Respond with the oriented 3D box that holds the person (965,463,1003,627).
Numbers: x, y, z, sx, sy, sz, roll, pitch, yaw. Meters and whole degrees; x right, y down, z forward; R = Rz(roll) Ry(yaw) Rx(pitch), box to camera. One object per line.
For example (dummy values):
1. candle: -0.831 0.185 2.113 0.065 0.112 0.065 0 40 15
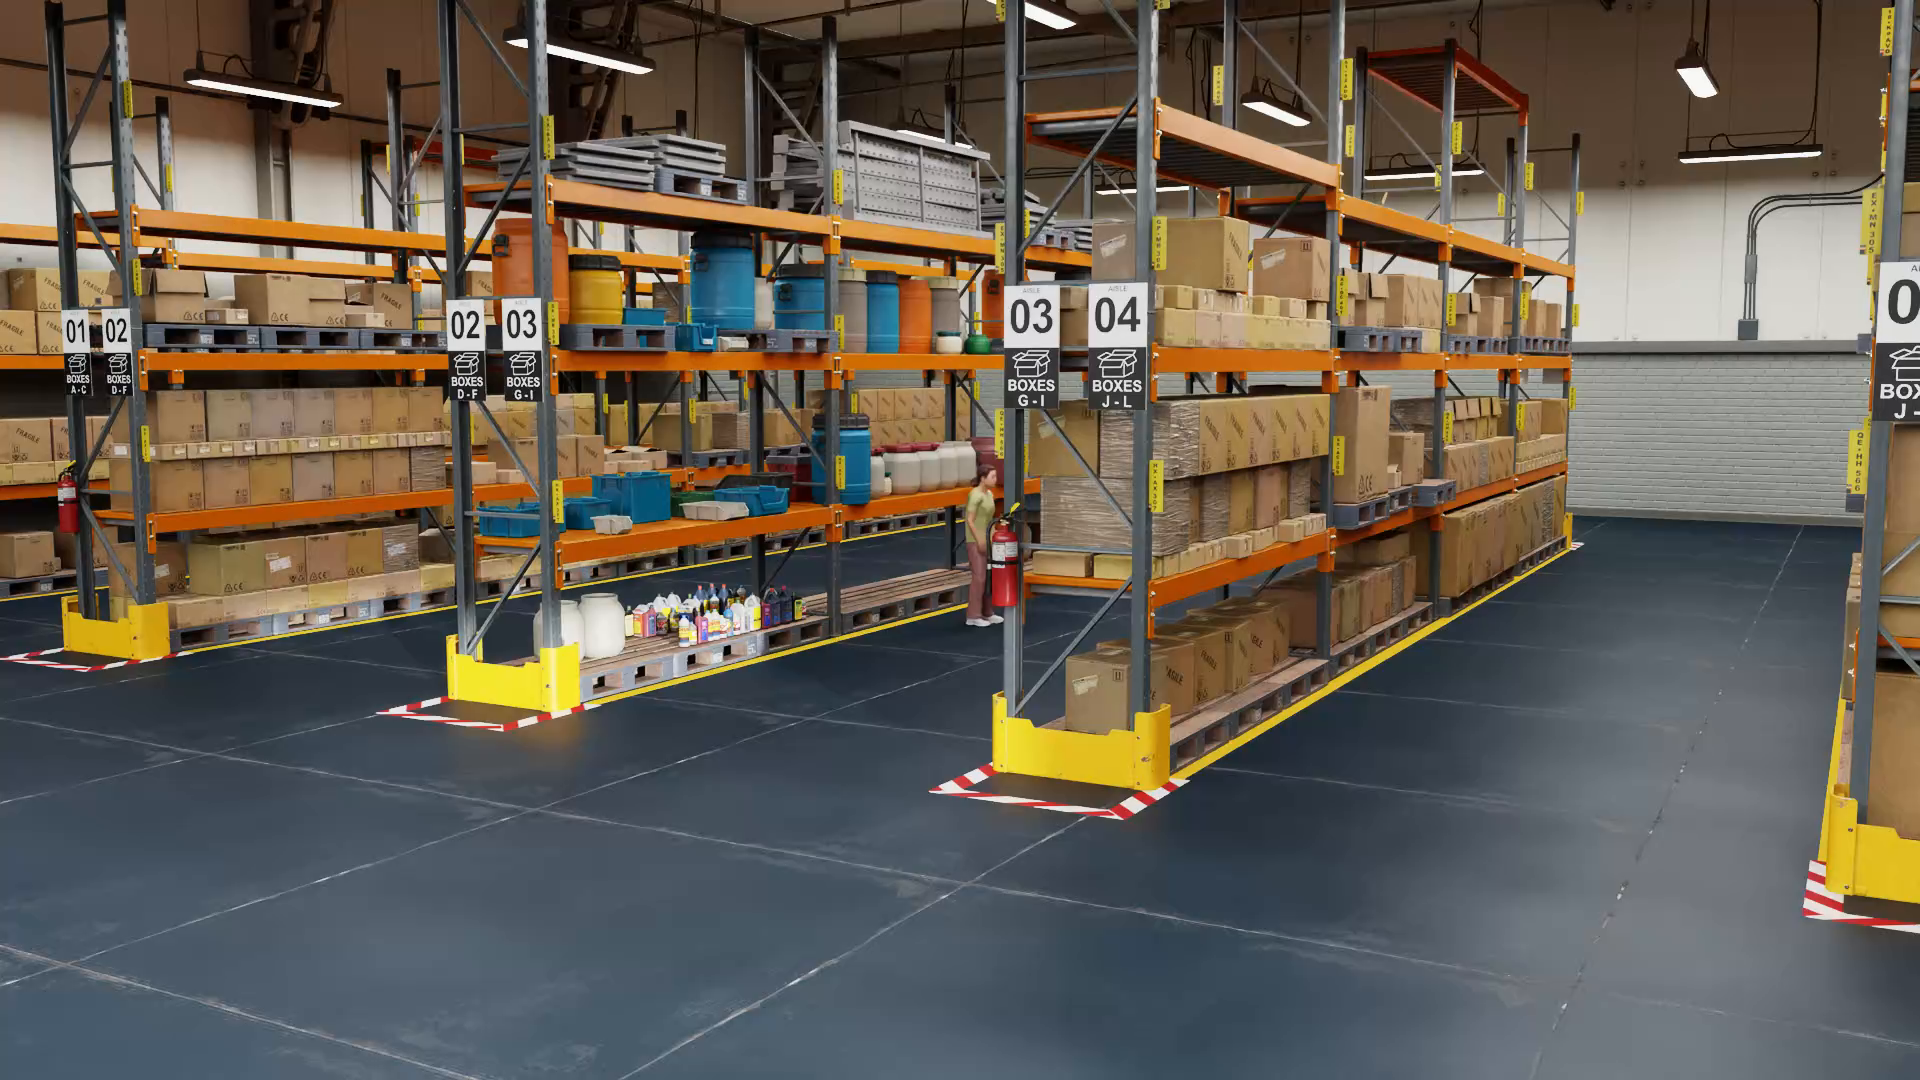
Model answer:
1. person: 0.247 0.042 17.273 0.359 1.675 0.483 3 7 27
